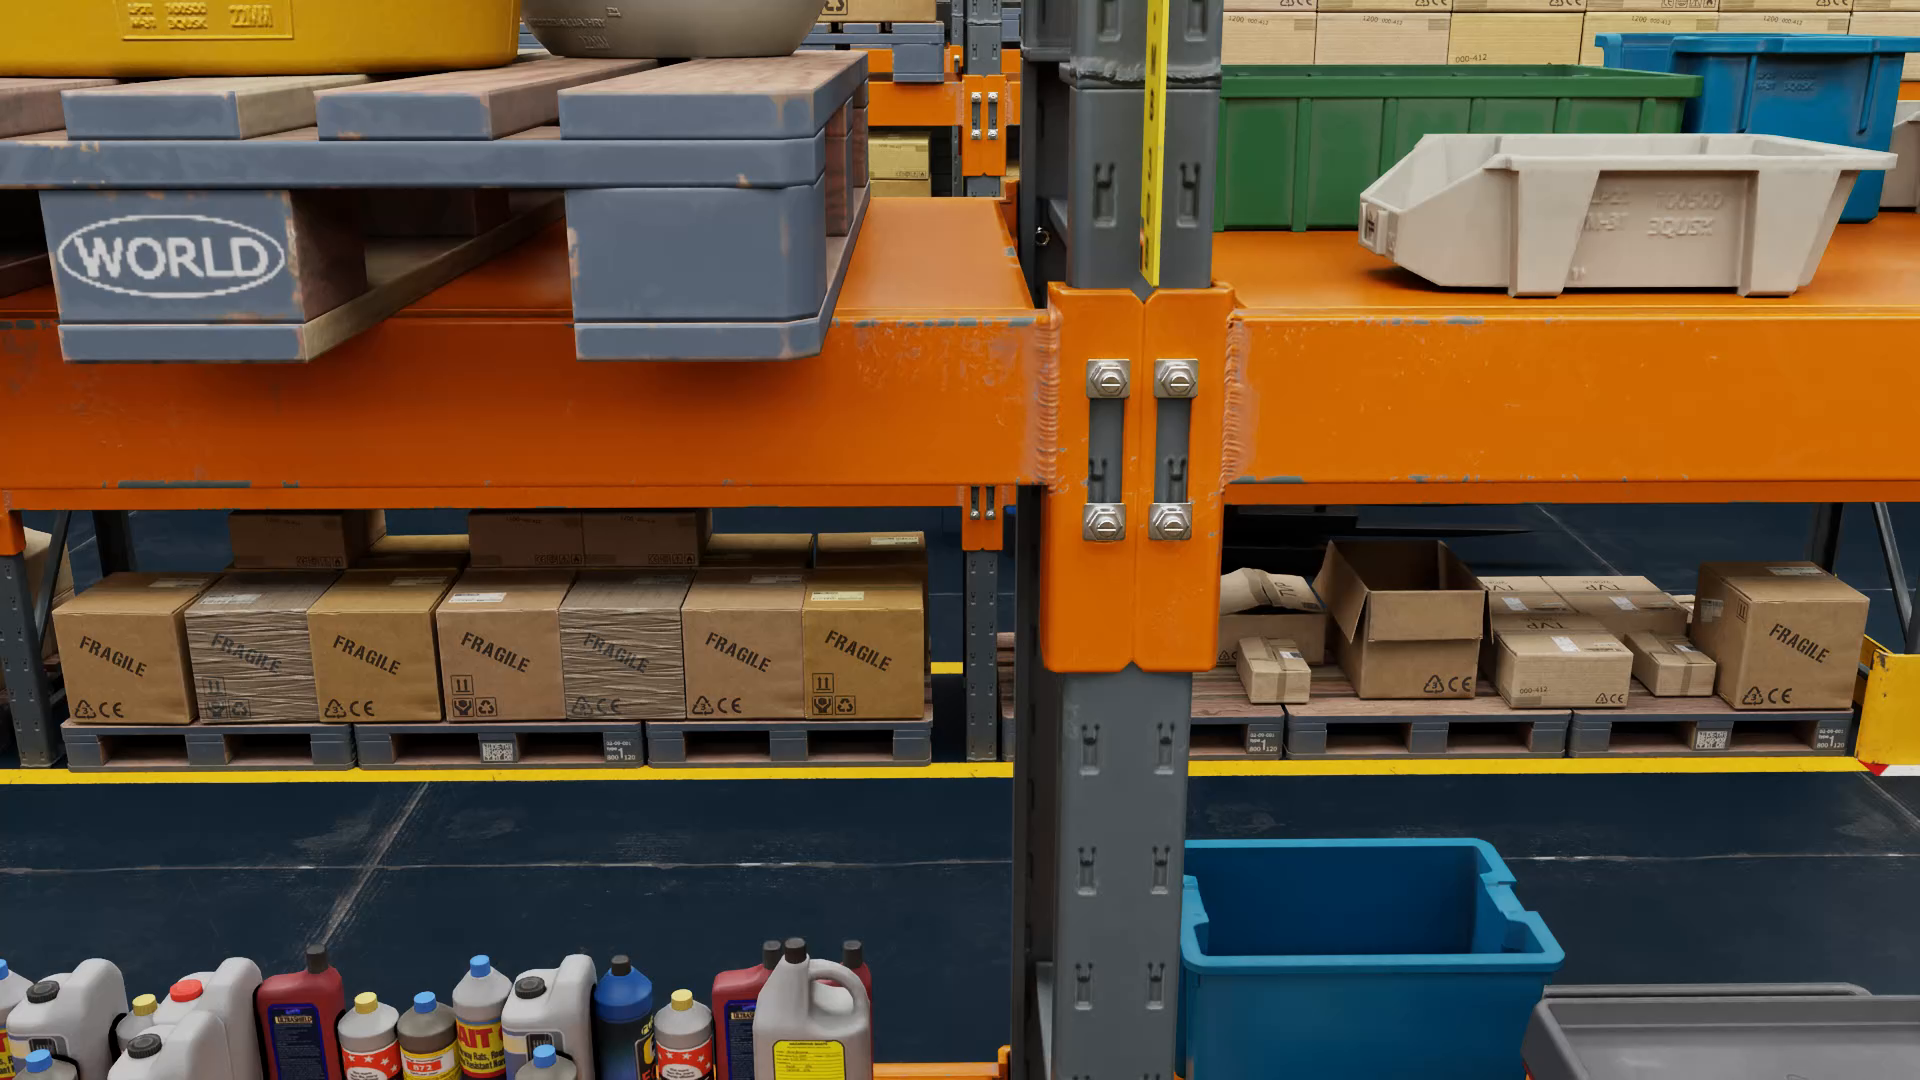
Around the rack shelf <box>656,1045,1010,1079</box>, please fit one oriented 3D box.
[{"bbox_3d":[-1.841,1.233,2.470,4.000,0.370,1.077,0,18,-1],"label":"rack shelf"}]

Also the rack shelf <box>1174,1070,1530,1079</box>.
[{"bbox_3d":[2.158,1.214,2.530,4.000,0.370,1.077,0,18,-1],"label":"rack shelf"}]

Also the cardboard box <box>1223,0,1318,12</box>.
[{"bbox_3d":[1.074,-2.156,6.375,0.500,0.250,0.500,0,18,-1],"label":"cardboard box"}]

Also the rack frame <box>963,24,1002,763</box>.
[{"bbox_3d":[0.084,-0.632,7.107,0.127,3.000,1.000,0,18,-1],"label":"rack frame"}]

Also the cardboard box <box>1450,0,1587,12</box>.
[{"bbox_3d":[2.074,-2.158,6.379,0.500,0.250,0.500,0,18,-1],"label":"cardboard box"}]

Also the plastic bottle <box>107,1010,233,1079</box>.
[{"bbox_3d":[-1.234,0.877,2.606,0.135,0.276,0.152,0,18,-1],"label":"plastic bottle"}]

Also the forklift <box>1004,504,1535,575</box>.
[{"bbox_3d":[1.789,-1.365,9.505,3.031,2.935,1.130,1,18,3],"label":"forklift"}]

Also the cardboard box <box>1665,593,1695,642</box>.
[{"bbox_3d":[3.409,0.387,7.849,0.250,0.166,0.380,0,18,-1],"label":"cardboard box"}]

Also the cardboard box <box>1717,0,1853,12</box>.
[{"bbox_3d":[3.074,-2.163,6.397,0.500,0.250,0.500,0,18,-1],"label":"cardboard box"}]

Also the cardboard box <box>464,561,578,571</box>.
[{"bbox_3d":[-1.942,0.285,7.620,0.500,0.500,0.500,-1,18,-3],"label":"cardboard box"}]

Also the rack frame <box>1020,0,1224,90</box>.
[{"bbox_3d":[0.158,-1.976,1.474,0.127,3.000,1.000,0,18,-1],"label":"rack frame"}]

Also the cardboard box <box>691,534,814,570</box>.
[{"bbox_3d":[-0.937,0.283,7.627,0.500,0.500,0.500,0,18,0],"label":"cardboard box"}]

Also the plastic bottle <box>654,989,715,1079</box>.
[{"bbox_3d":[-0.463,0.854,2.800,0.097,0.201,0.097,0,18,0],"label":"plastic bottle"}]

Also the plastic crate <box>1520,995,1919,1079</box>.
[{"bbox_3d":[1.055,0.894,2.146,0.583,0.464,0.402,0,18,-1],"label":"plastic crate"}]

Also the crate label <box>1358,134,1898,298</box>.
[{"bbox_3d":[0.652,-0.336,1.705,0.466,0.136,0.293,0,18,-1],"label":"crate label"}]

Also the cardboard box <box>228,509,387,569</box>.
[{"bbox_3d":[-2.928,-0.067,7.489,0.500,0.250,0.500,0,18,1],"label":"cardboard box"}]

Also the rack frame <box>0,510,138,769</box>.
[{"bbox_3d":[-3.916,-0.613,7.046,0.127,3.000,1.000,0,18,-1],"label":"rack frame"}]

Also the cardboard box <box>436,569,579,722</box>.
[{"bbox_3d":[-1.909,0.444,7.125,0.500,0.500,0.500,-1,18,-3],"label":"cardboard box"}]

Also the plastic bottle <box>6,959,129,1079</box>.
[{"bbox_3d":[-1.468,0.832,2.748,0.135,0.276,0.152,0,18,-1],"label":"plastic bottle"}]

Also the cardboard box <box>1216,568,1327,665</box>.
[{"bbox_3d":[1.399,0.346,7.740,0.500,0.311,0.500,0,18,-1],"label":"cardboard box"}]

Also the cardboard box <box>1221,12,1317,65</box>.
[{"bbox_3d":[1.074,-1.917,6.447,0.500,0.250,0.500,0,18,-1],"label":"cardboard box"}]

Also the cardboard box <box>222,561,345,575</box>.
[{"bbox_3d":[-2.984,0.292,7.599,0.500,0.500,0.500,0,18,1],"label":"cardboard box"}]

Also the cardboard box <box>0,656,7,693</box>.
[{"bbox_3d":[-4.438,0.574,7.162,0.500,0.250,0.500,0,18,0],"label":"cardboard box"}]

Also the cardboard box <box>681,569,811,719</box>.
[{"bbox_3d":[-0.899,0.439,7.141,0.500,0.500,0.500,0,18,-1],"label":"cardboard box"}]

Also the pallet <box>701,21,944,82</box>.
[{"bbox_3d":[-0.569,-1.989,6.734,1.003,0.211,1.213,0,18,-1],"label":"pallet"}]

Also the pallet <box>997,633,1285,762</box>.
[{"bbox_3d":[0.771,0.693,7.542,1.213,0.211,1.003,0,18,-1],"label":"pallet"}]

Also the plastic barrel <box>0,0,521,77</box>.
[{"bbox_3d":[-0.751,-0.770,1.632,0.600,0.588,0.600,0,18,0],"label":"plastic barrel"}]

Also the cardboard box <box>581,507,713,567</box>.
[{"bbox_3d":[-1.404,-0.075,7.516,0.500,0.250,0.500,0,18,-1],"label":"cardboard box"}]

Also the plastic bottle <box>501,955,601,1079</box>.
[{"bbox_3d":[-0.676,0.828,2.760,0.135,0.276,0.152,0,18,-1],"label":"plastic bottle"}]

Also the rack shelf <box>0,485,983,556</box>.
[{"bbox_3d":[-1.916,-0.280,7.186,4.000,0.370,1.077,0,18,-1],"label":"rack shelf"}]

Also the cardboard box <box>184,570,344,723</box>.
[{"bbox_3d":[-2.933,0.449,7.109,0.500,0.500,0.500,-1,18,-3],"label":"cardboard box"}]

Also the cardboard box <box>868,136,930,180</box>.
[{"bbox_3d":[-0.461,-2.620,11.394,0.500,0.250,0.500,0,18,0],"label":"cardboard box"}]

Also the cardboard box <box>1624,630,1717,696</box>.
[{"bbox_3d":[3.137,0.541,7.369,0.250,0.166,0.380,0,18,-1],"label":"cardboard box"}]

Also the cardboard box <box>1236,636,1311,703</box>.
[{"bbox_3d":[1.372,0.565,7.295,0.250,0.166,0.380,0,18,-1],"label":"cardboard box"}]

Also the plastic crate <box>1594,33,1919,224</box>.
[{"bbox_3d":[1.064,-0.569,2.275,0.300,0.233,0.416,0,18,-1],"label":"plastic crate"}]

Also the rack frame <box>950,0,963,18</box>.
[{"bbox_3d":[0.002,-5.001,10.906,0.127,3.000,1.000,0,18,-1],"label":"rack frame"}]

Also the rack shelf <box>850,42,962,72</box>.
[{"bbox_3d":[-1.998,-3.221,11.444,4.000,0.370,1.077,0,18,-1],"label":"rack shelf"}]

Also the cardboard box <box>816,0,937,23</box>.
[{"bbox_3d":[-0.421,-2.375,6.616,0.600,0.600,0.600,-2,18,-6],"label":"cardboard box"}]

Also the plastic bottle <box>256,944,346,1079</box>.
[{"bbox_3d":[-1.103,0.812,2.796,0.133,0.283,0.061,0,18,-1],"label":"plastic bottle"}]

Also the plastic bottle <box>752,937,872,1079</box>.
[{"bbox_3d":[-0.239,0.807,2.701,0.185,0.351,0.144,0,18,-1],"label":"plastic bottle"}]

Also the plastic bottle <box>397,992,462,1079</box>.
[{"bbox_3d":[-0.890,0.856,2.794,0.097,0.201,0.097,0,18,0],"label":"plastic bottle"}]

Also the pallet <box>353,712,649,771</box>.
[{"bbox_3d":[-1.952,0.718,7.463,1.213,0.211,1.003,0,18,-1],"label":"pallet"}]

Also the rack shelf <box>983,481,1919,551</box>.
[{"bbox_3d":[2.084,-0.299,7.247,4.000,0.370,1.077,0,18,-1],"label":"rack shelf"}]

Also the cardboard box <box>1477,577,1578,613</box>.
[{"bbox_3d":[2.535,0.369,7.766,0.500,0.250,0.500,0,18,-1],"label":"cardboard box"}]

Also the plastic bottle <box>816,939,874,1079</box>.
[{"bbox_3d":[-0.215,0.808,2.809,0.133,0.283,0.061,0,18,-1],"label":"plastic bottle"}]

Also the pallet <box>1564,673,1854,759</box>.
[{"bbox_3d":[3.210,0.681,7.579,1.213,0.211,1.003,0,18,-1],"label":"pallet"}]

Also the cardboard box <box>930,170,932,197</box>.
[{"bbox_3d":[-0.462,-2.418,11.992,0.500,0.500,0.500,-1,18,-3],"label":"cardboard box"}]

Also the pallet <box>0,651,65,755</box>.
[{"bbox_3d":[-4.739,0.707,7.497,1.213,0.211,1.003,0,18,-1],"label":"pallet"}]

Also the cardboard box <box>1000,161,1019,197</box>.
[{"bbox_3d":[0.545,-2.285,11.770,0.700,0.700,0.980,0,18,0],"label":"cardboard box"}]

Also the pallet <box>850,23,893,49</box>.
[{"bbox_3d":[-0.914,-3.462,11.333,1.217,0.209,0.805,-1,18,-3],"label":"pallet"}]

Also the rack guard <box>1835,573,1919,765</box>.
[{"bbox_3d":[4.007,0.539,7.547,0.348,0.500,1.175,0,18,-1],"label":"rack guard"}]

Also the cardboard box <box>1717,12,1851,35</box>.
[{"bbox_3d":[3.074,-1.926,6.476,0.500,0.250,0.500,0,18,-1],"label":"cardboard box"}]

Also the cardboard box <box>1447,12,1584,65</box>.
[{"bbox_3d":[2.074,-1.922,6.464,0.500,0.250,0.500,0,18,-1],"label":"cardboard box"}]
